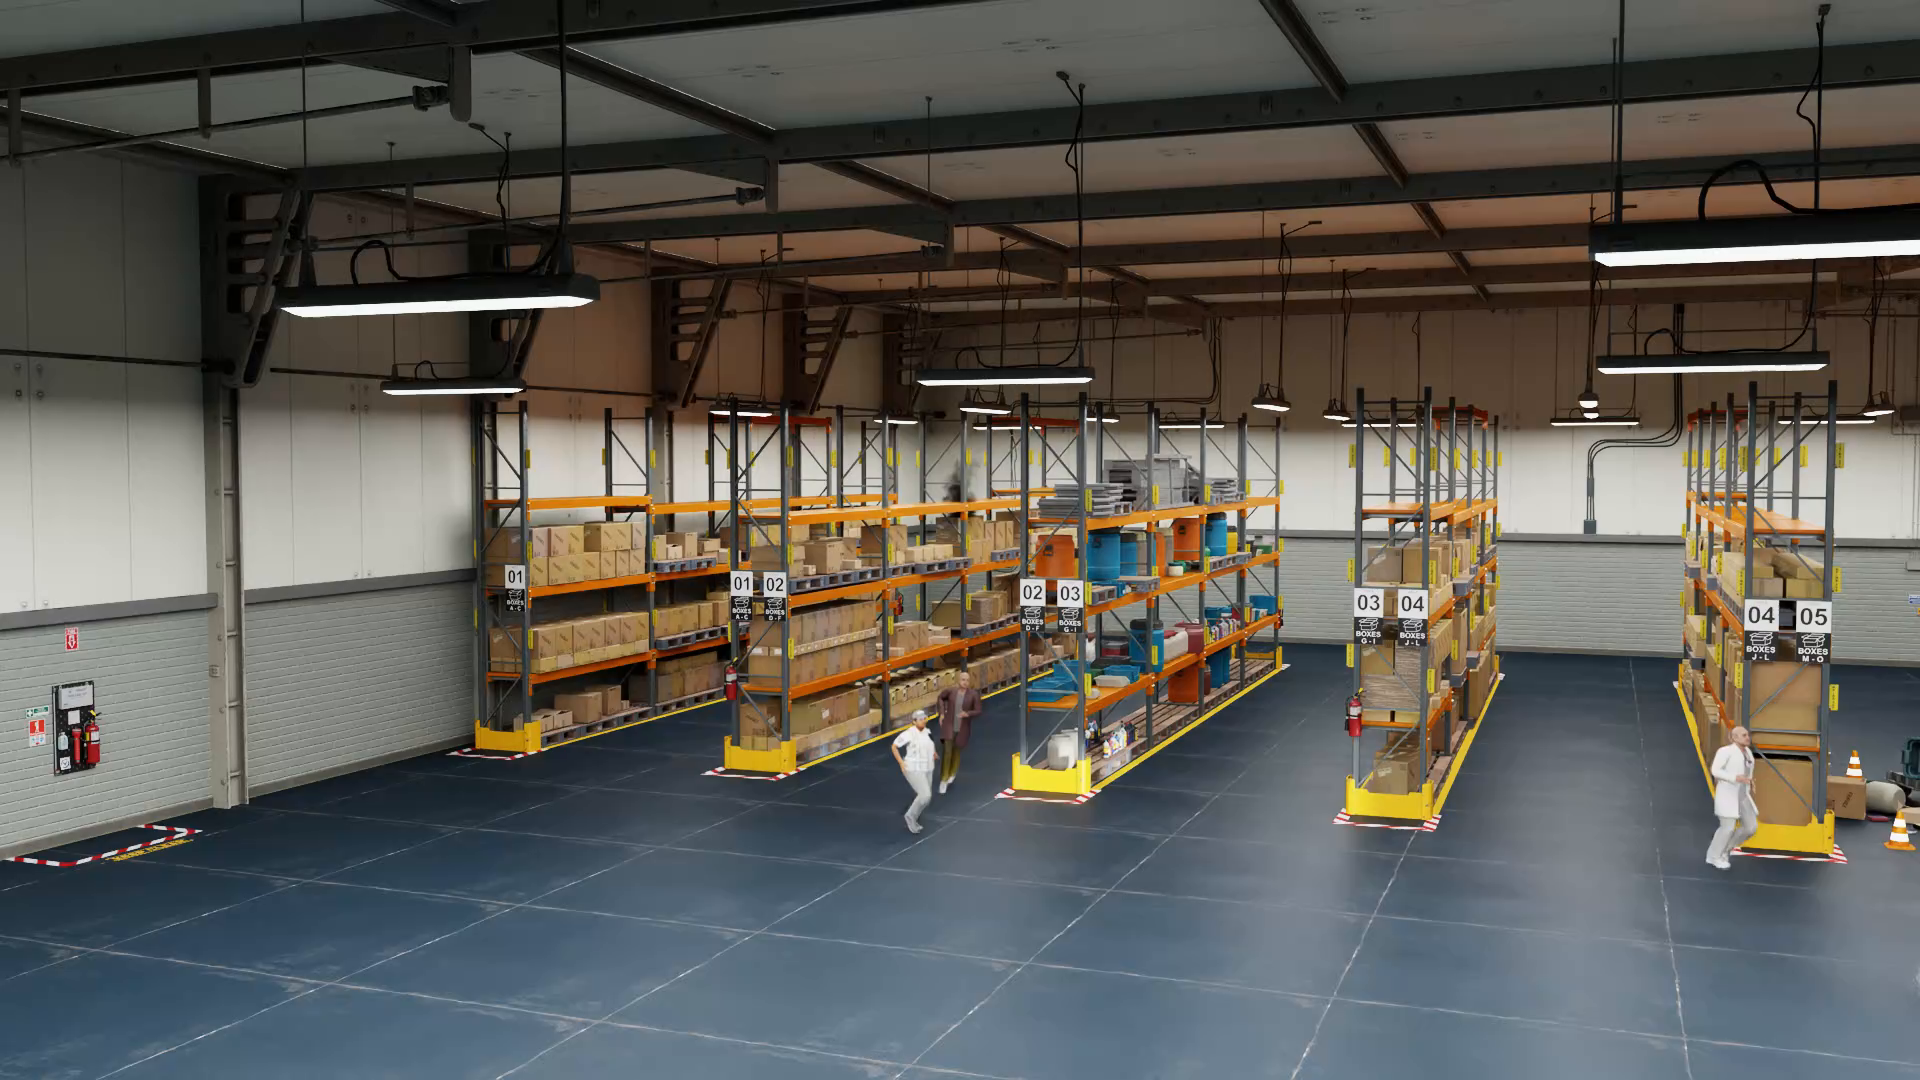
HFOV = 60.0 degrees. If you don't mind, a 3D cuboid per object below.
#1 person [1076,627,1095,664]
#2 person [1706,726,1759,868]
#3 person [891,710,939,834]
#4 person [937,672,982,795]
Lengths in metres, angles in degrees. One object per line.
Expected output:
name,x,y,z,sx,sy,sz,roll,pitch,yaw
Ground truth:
person,2.561,2.541,32.686,0.572,1.686,0.934,1,3,23
person,9.517,3.147,20.289,0.722,1.734,0.657,-1,3,-19
person,-0.527,3.092,22.213,0.634,1.640,0.586,3,4,43
person,-0.003,2.898,25.218,0.678,1.798,0.841,0,3,-2
